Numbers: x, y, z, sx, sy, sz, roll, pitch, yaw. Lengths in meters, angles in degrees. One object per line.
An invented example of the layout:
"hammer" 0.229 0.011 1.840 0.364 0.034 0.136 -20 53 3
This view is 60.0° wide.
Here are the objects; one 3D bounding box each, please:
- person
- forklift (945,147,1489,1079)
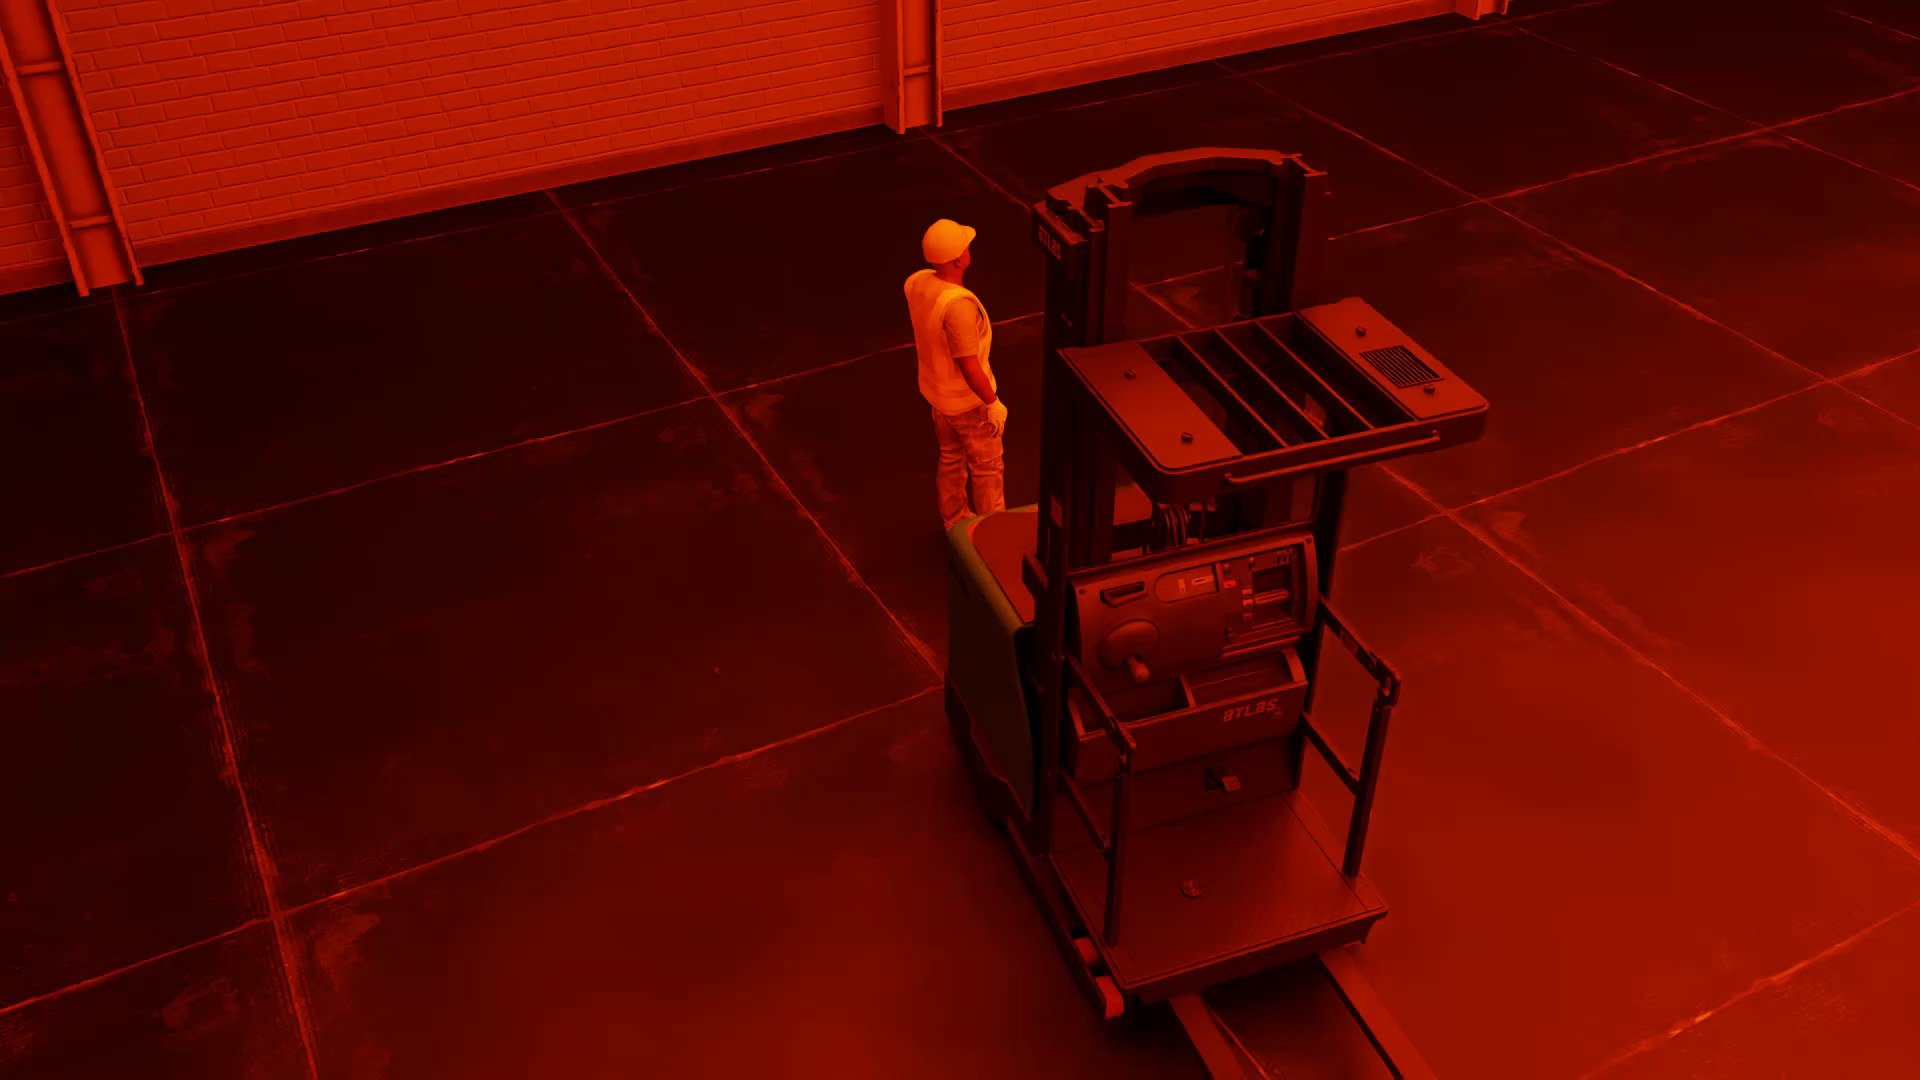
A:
"person" 0.068 -0.750 8.166 0.575 1.784 0.656 -17 39 -23
"forklift" 0.914 0.304 5.694 1.130 2.935 3.031 -12 37 -16
